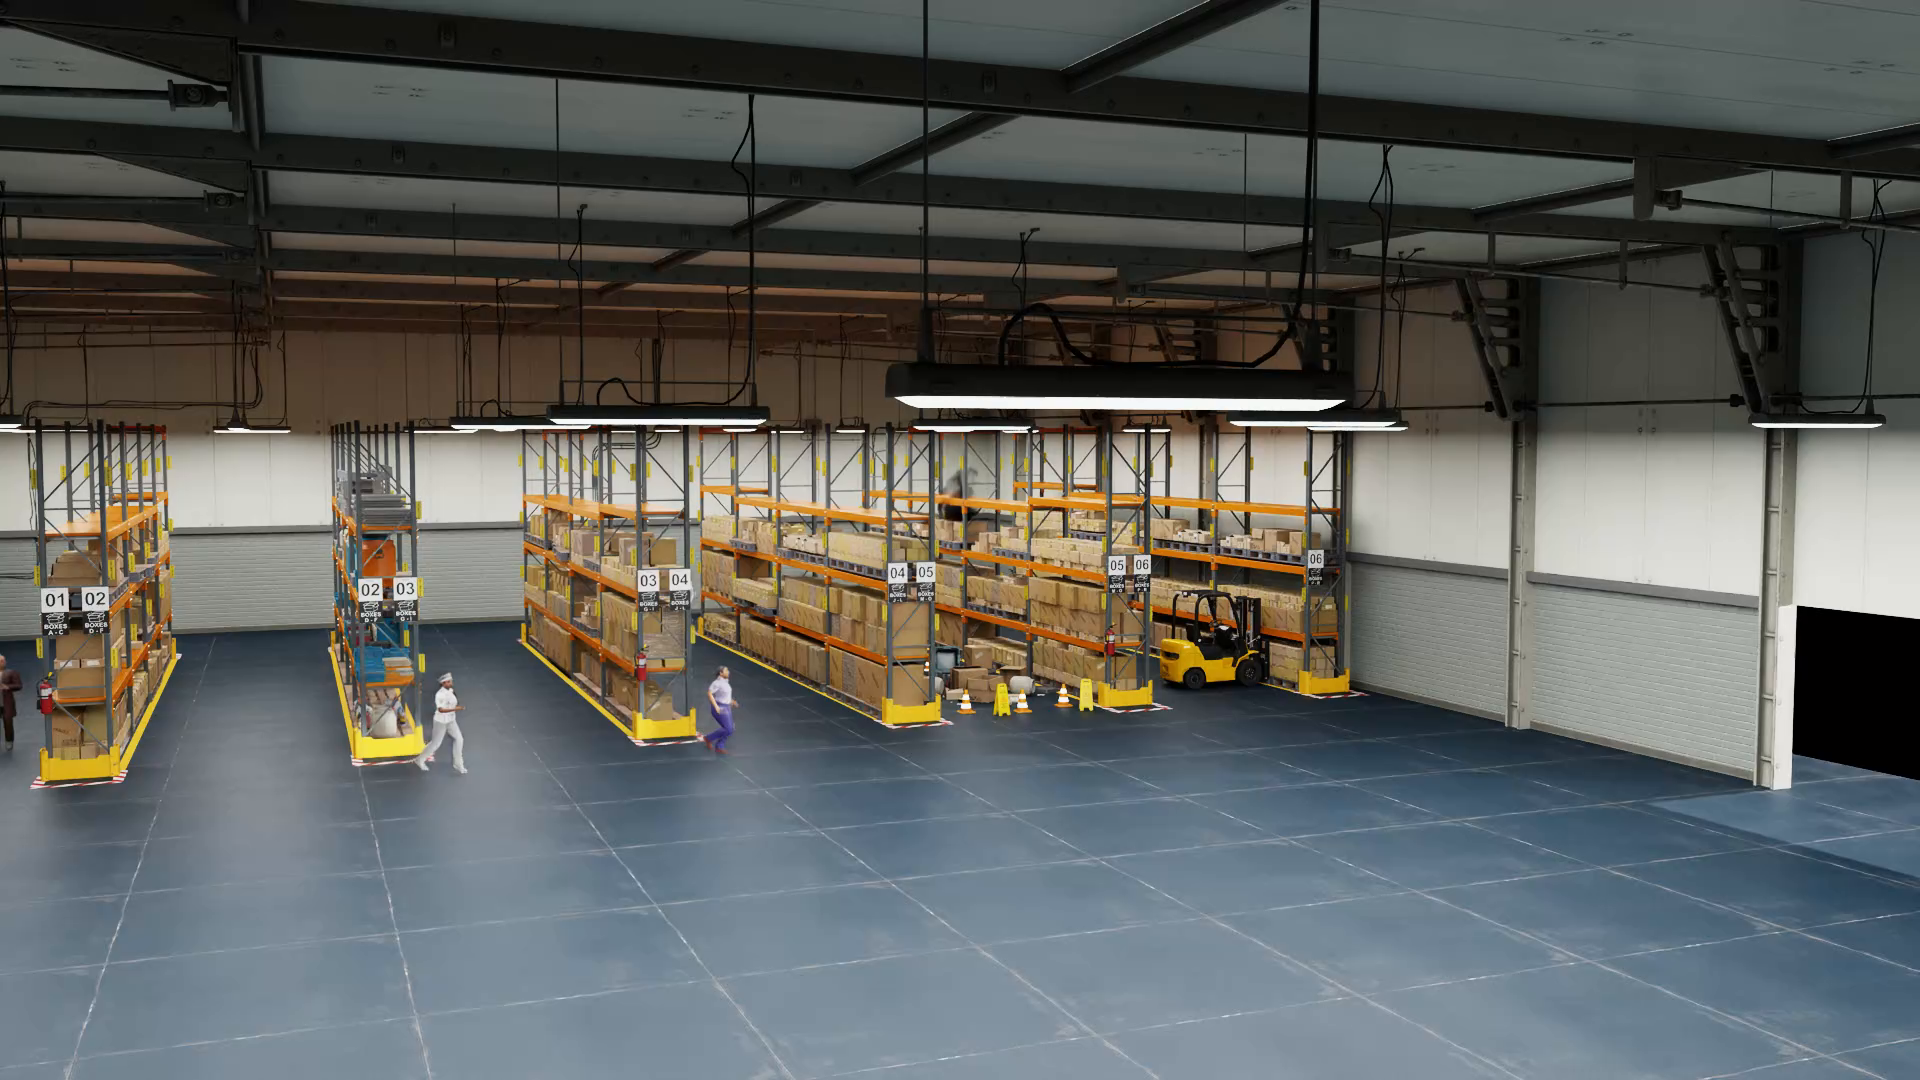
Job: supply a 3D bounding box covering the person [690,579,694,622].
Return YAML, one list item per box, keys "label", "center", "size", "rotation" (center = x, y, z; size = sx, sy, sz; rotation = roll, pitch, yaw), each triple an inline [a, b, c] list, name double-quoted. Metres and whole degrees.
- label: "person"
  center: [-8.002, 1.866, 48.798]
  size: [0.659, 1.681, 0.613]
  rotation: [3, 5, 44]

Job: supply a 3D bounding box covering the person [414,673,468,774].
- label: "person"
  center: [-8.799, 3.117, 28.250]
  size: [0.894, 1.738, 0.589]
  rotation: [1, 4, 13]

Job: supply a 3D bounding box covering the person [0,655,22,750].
- label: "person"
  center: [-17.121, 2.949, 29.686]
  size: [0.695, 1.783, 1.043]
  rotation: [-2, 4, -25]

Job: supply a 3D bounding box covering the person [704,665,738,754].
- label: "person"
  center: [-4.279, 3.060, 29.926]
  size: [0.528, 1.614, 0.638]
  rotation: [1, 4, 9]

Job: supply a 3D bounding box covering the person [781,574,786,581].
- label: "person"
  center: [-5.323, 1.818, 50.182]
  size: [0.572, 1.569, 0.528]
  rotation: [-2, 4, -24]
